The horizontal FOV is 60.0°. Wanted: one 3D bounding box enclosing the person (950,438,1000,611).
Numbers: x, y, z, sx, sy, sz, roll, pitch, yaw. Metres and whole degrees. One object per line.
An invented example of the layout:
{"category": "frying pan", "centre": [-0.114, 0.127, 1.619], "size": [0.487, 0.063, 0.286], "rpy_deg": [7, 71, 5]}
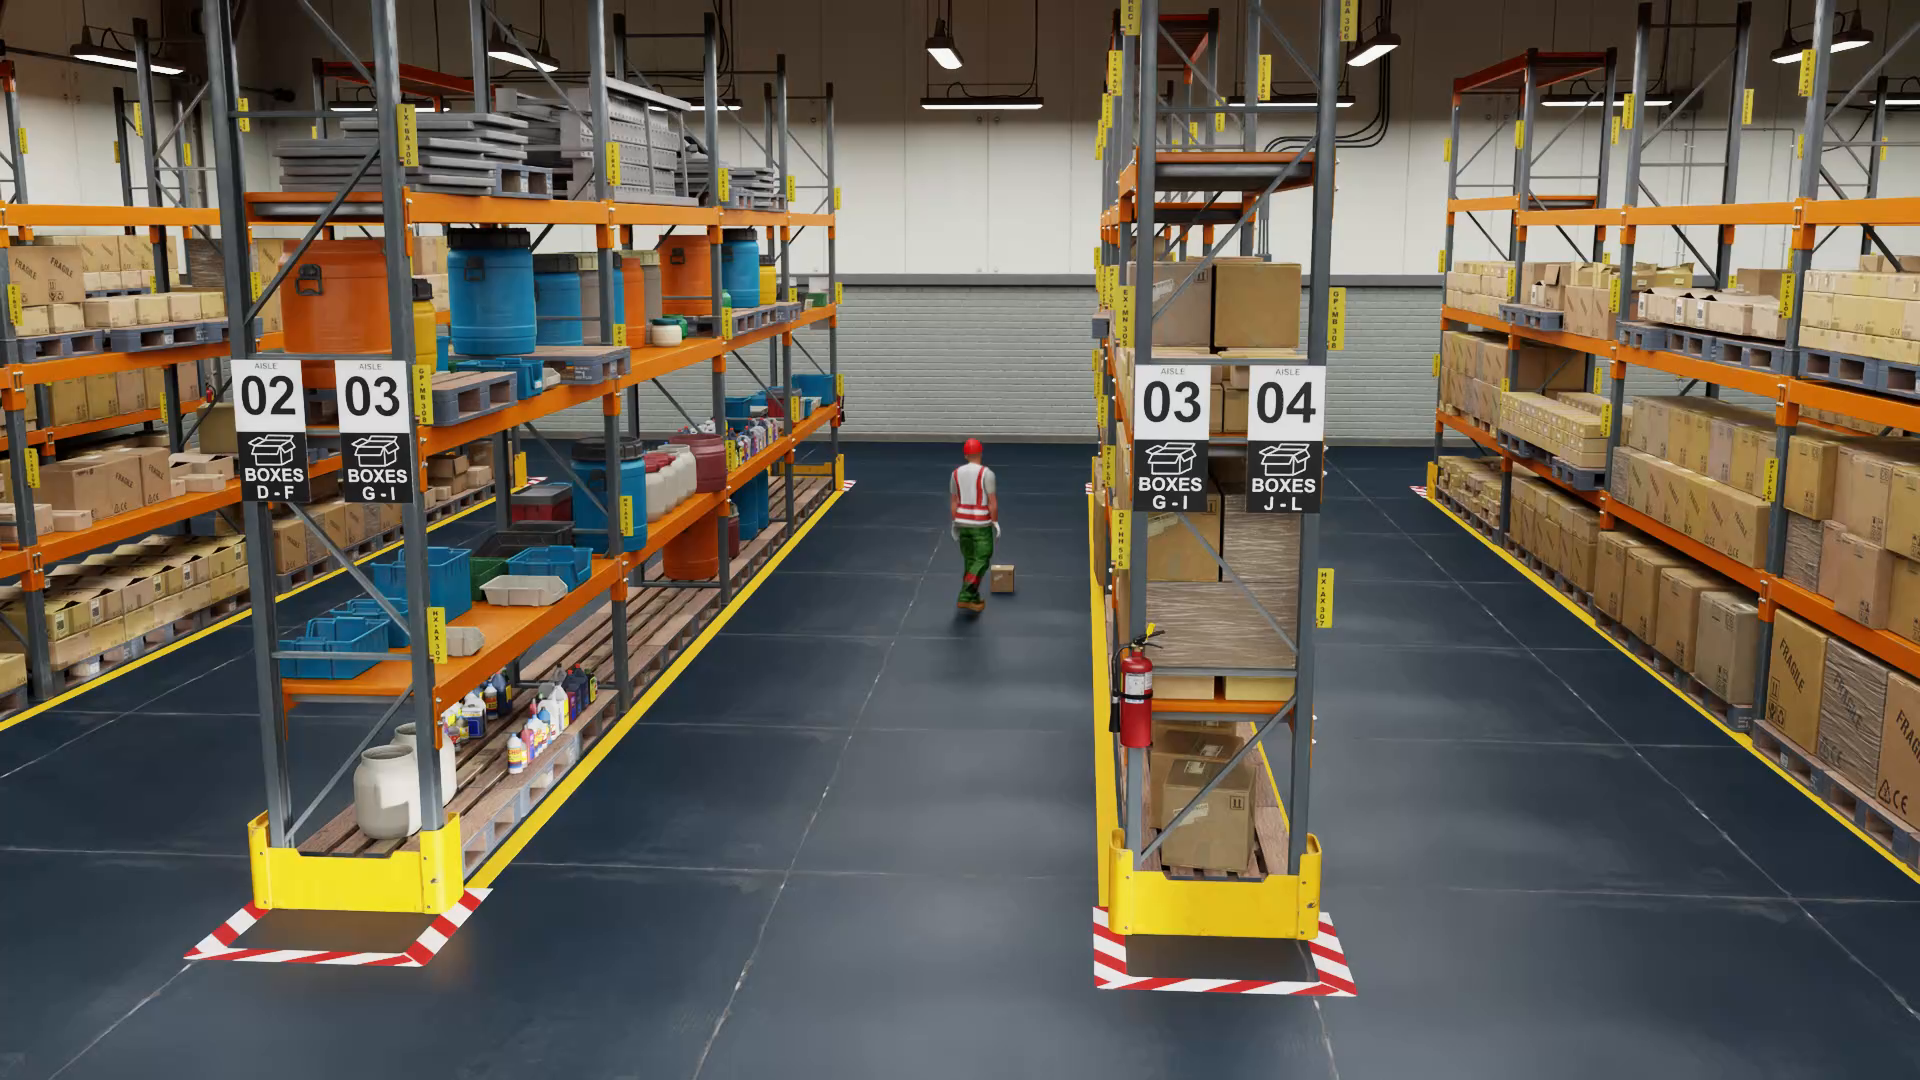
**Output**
{"category": "person", "centre": [0.126, -0.138, 17.077], "size": [0.574, 1.787, 0.685], "rpy_deg": [8, 13, 35]}
